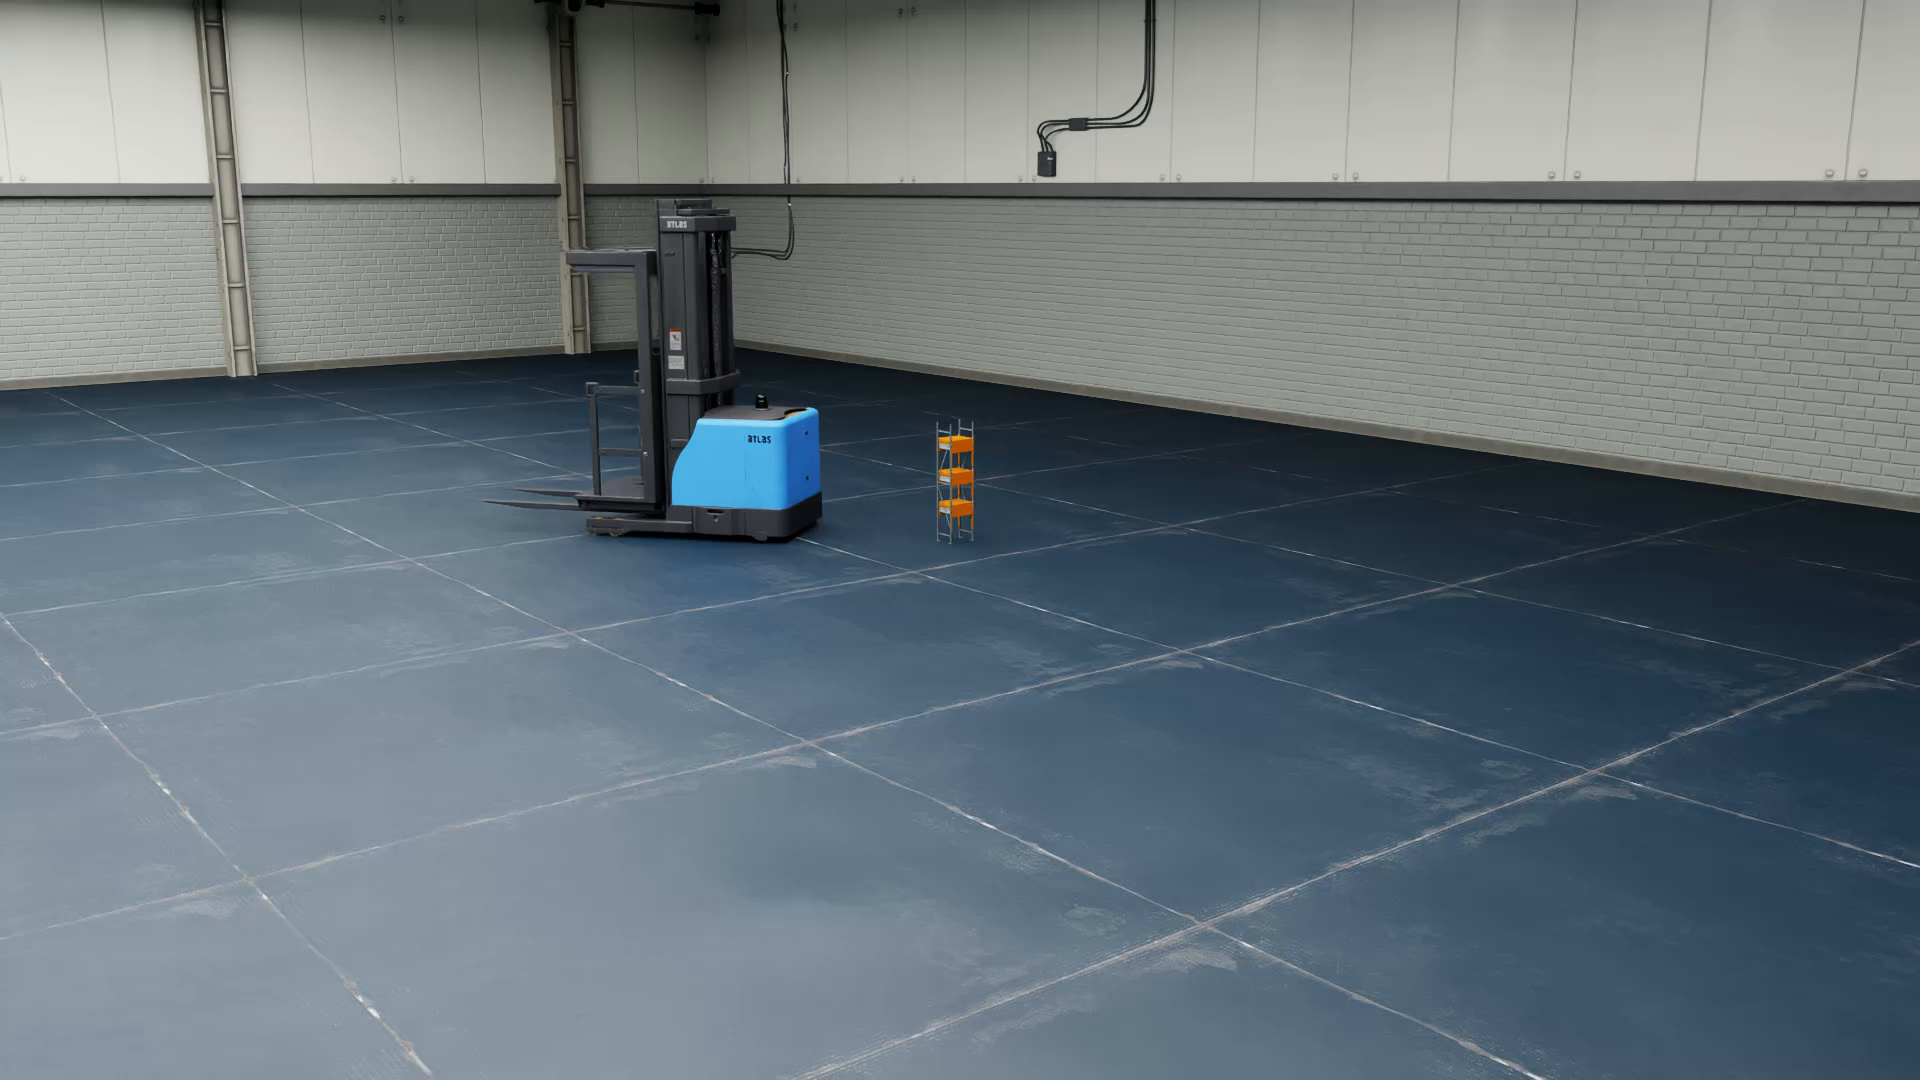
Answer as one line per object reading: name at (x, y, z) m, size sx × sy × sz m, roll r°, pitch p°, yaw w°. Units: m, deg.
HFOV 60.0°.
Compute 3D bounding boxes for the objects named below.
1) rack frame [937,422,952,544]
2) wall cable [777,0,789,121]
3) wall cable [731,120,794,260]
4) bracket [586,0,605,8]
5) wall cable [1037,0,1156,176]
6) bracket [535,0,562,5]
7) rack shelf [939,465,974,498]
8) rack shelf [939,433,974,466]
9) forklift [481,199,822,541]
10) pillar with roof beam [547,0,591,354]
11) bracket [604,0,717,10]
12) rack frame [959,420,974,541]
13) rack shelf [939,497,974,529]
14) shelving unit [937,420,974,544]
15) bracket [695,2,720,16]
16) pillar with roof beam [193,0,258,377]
rack frame at (-0.137, -0.491, 14.412) m, size 0.008 × 1.050 × 0.200 m, roll -9°, pitch 15°, yaw -38°
wall cable at (-2.327, -8.576, 28.667) m, size 0.112 × 2.526 × 3.097 m, roll -9°, pitch 15°, yaw -38°
wall cable at (-4.017, -6.544, 31.258) m, size 0.112 × 2.526 × 3.097 m, roll -9°, pitch 15°, yaw -38°
bracket at (-6.598, -9.652, 29.754) m, size 0.430 × 0.232 × 0.235 m, roll -9°, pitch 15°, yaw -38°
wall cable at (1.901, -8.185, 23.322) m, size 0.169 × 6.003 × 2.305 m, roll -9°, pitch 15°, yaw -38°
bracket at (-7.246, -9.545, 29.247) m, size 0.430 × 0.232 × 0.235 m, roll -9°, pitch 15°, yaw -38°
rack shelf at (-0.042, -0.496, 14.489) m, size 0.240 × 0.259 × 0.215 m, roll -9°, pitch 15°, yaw -38°
rack shelf at (-0.042, -0.774, 14.430) m, size 0.240 × 0.259 × 0.215 m, roll -9°, pitch 15°, yaw -38°
forklift at (-2.843, -1.566, 14.948) m, size 3.031 × 2.935 × 1.130 m, roll 3°, pitch 12°, yaw 14°
pillar with roof beam at (-4.454, -7.197, 26.857) m, size 0.548 × 9.000 × 9.100 m, roll -9°, pitch 15°, yaw -38°
bracket at (-5.209, -9.883, 30.841) m, size 3.189 × 0.066 × 0.076 m, roll -9°, pitch 15°, yaw -38°
rack frame at (0.053, -0.522, 14.562) m, size 0.008 × 1.050 × 0.200 m, roll -9°, pitch 15°, yaw -38°
rack shelf at (-0.042, -0.224, 14.547) m, size 0.240 × 0.259 × 0.215 m, roll -9°, pitch 15°, yaw -38°
shelving unit at (-0.042, -0.507, 14.487) m, size 0.252 × 1.050 × 0.215 m, roll -9°, pitch 15°, yaw -38°
bracket at (-4.747, -9.960, 31.202) m, size 0.430 × 0.232 × 0.235 m, roll -9°, pitch 15°, yaw -38°
pillar with roof beam at (-9.140, -6.418, 23.191) m, size 0.400 × 9.000 × 9.100 m, roll -9°, pitch 15°, yaw -38°
